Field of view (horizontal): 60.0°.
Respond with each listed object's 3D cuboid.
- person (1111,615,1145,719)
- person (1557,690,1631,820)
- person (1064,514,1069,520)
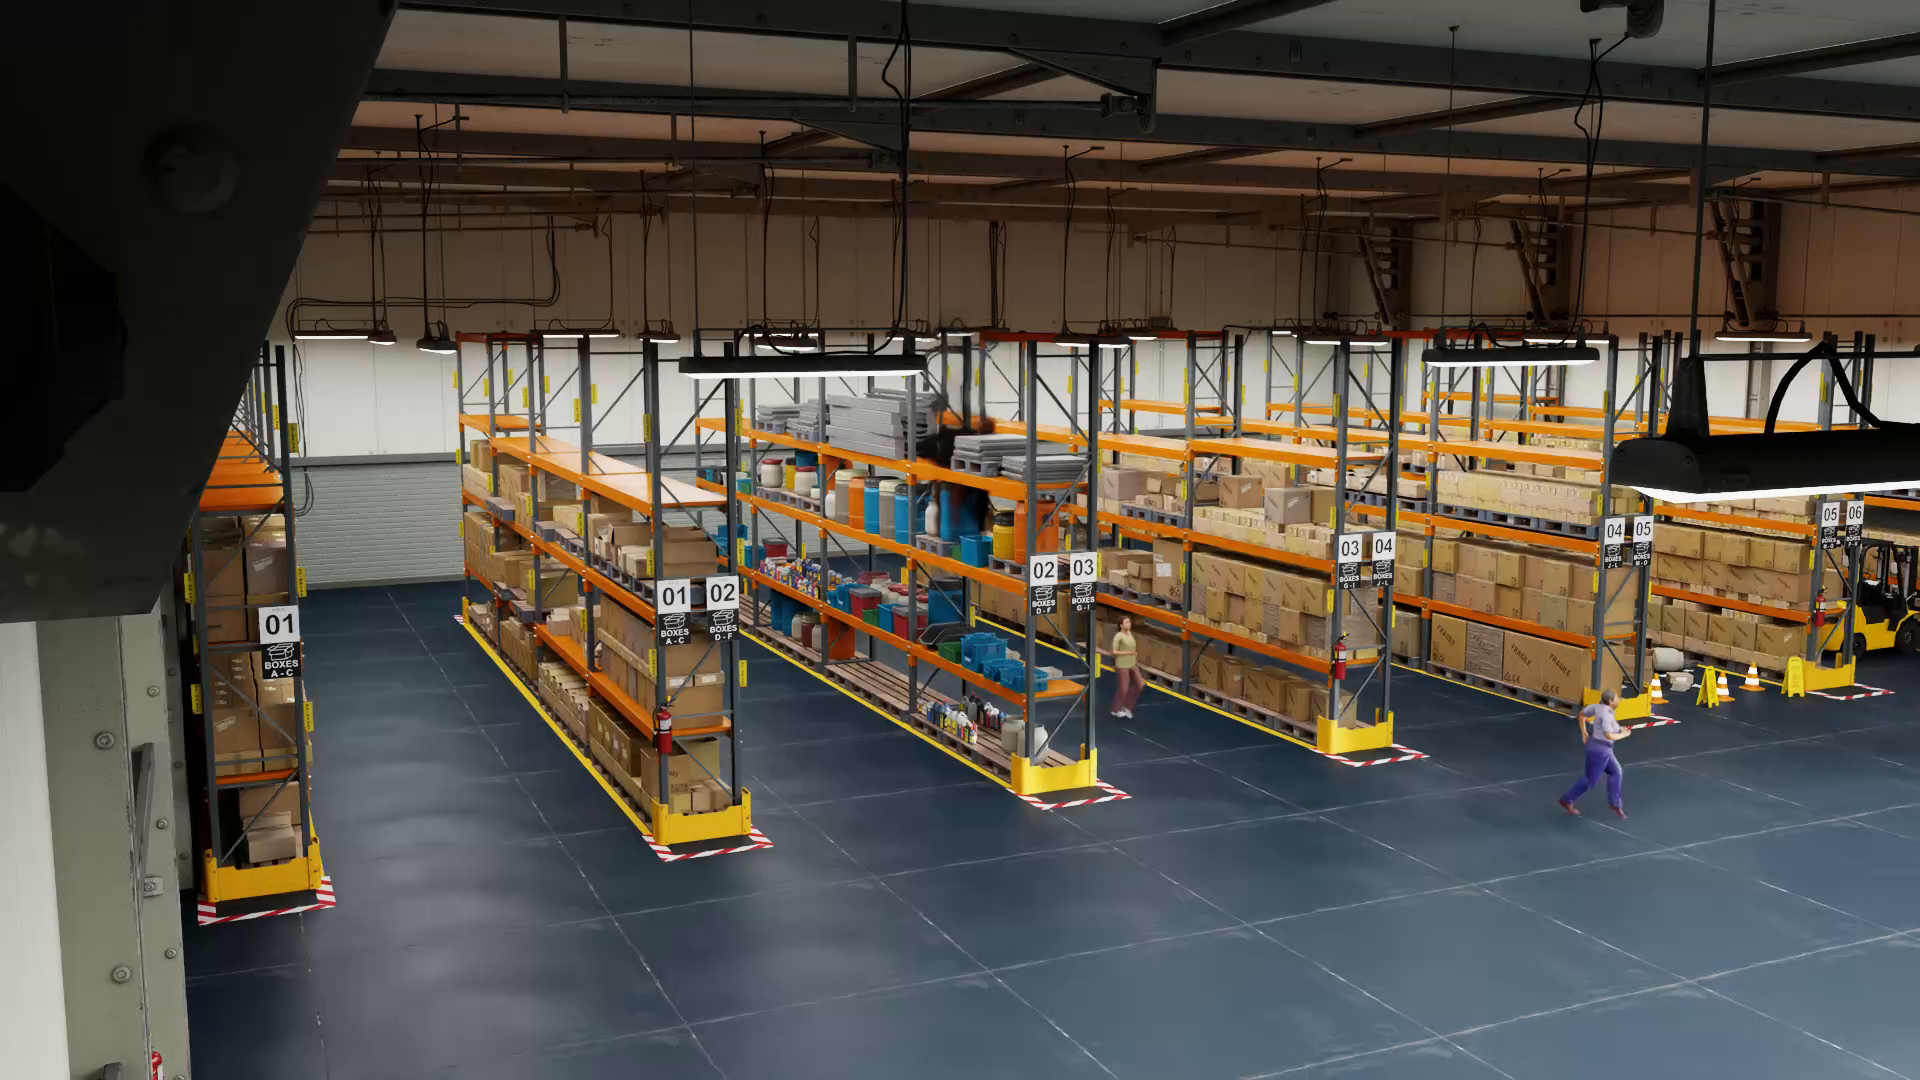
[{"bbox_3d":[2.622,2.002,26.083,0.564,1.663,0.601,-7,10,-42],"label":"person"},{"bbox_3d":[8.018,2.714,20.989,0.877,1.694,0.627,1,8,9],"label":"person"},{"bbox_3d":[2.477,0.210,39.405,0.622,1.683,0.617,-2,8,-17],"label":"person"}]
